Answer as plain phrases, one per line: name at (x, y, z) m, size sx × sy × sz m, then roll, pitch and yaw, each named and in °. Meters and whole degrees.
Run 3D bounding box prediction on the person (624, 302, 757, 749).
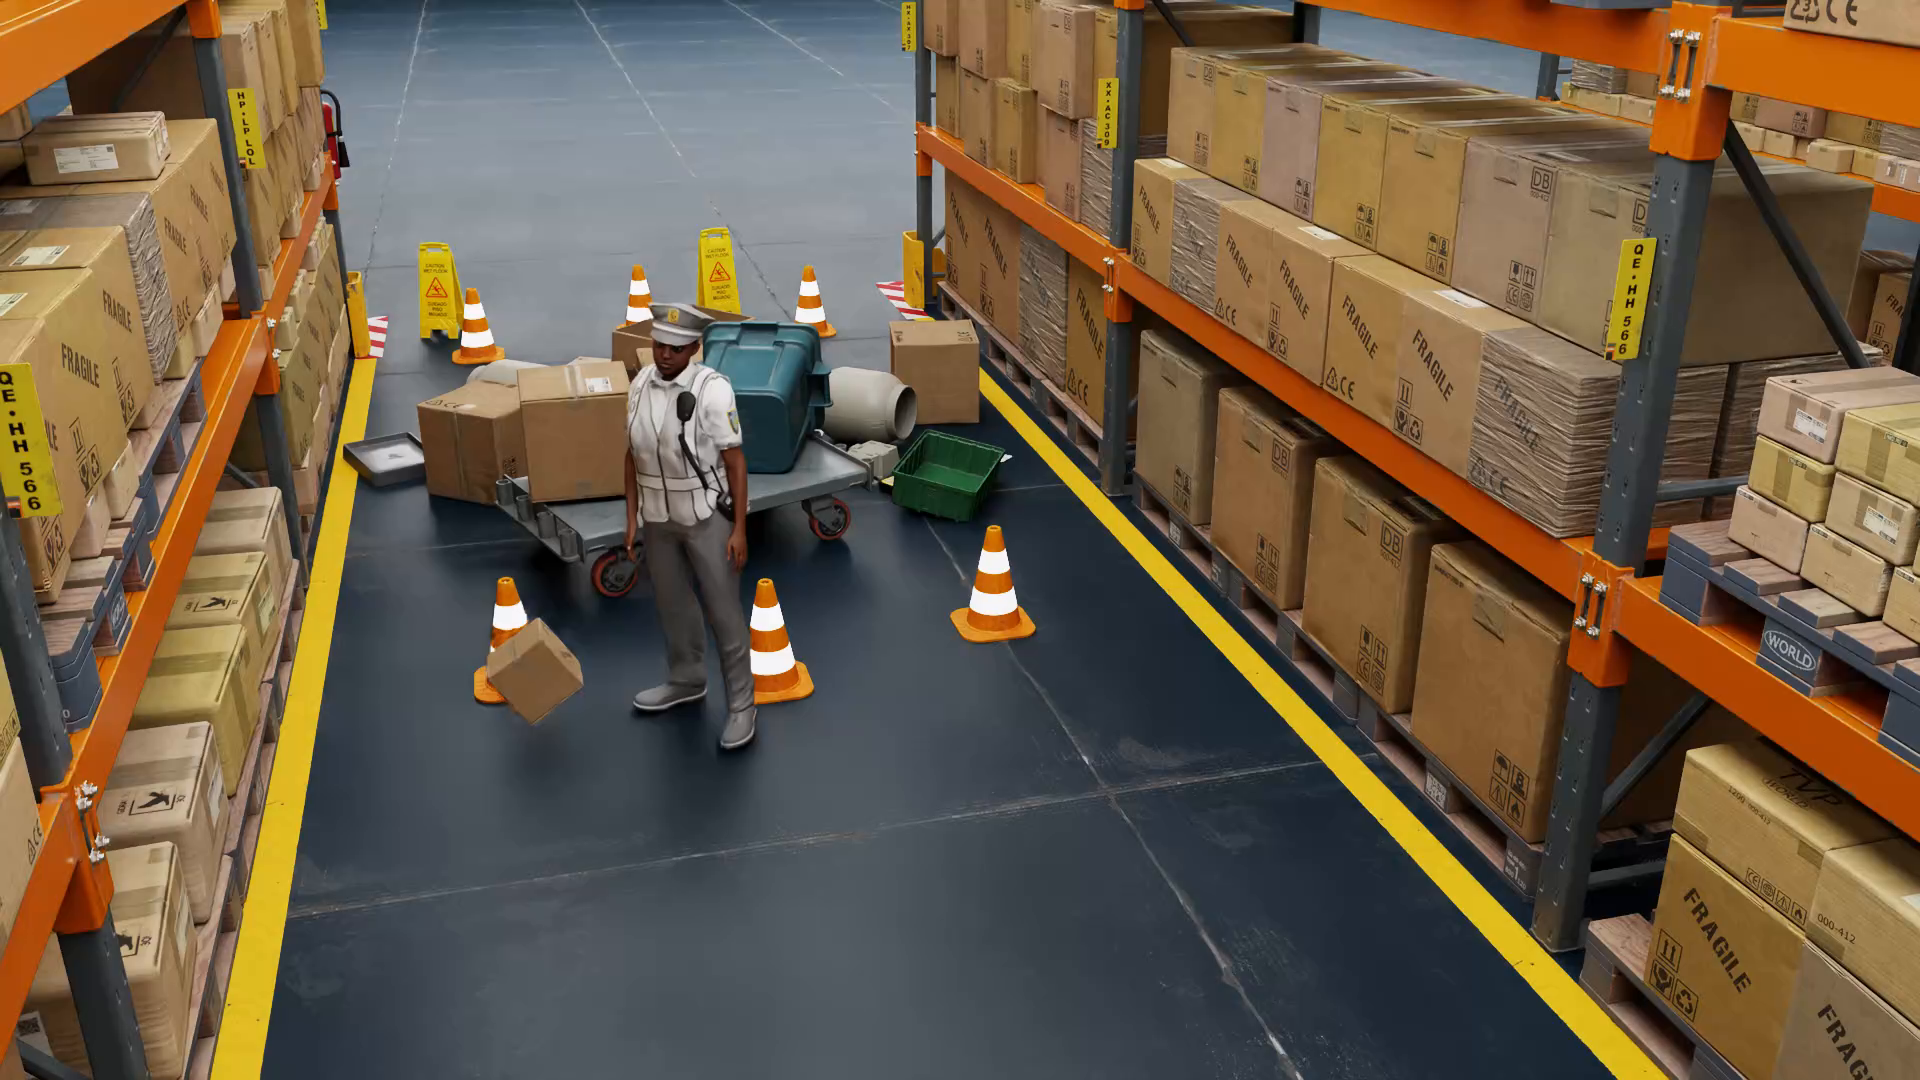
person at (-1.025, -0.074, 6.188) m, size 0.585 × 1.686 × 0.368 m, roll 10°, pitch 25°, yaw 22°
